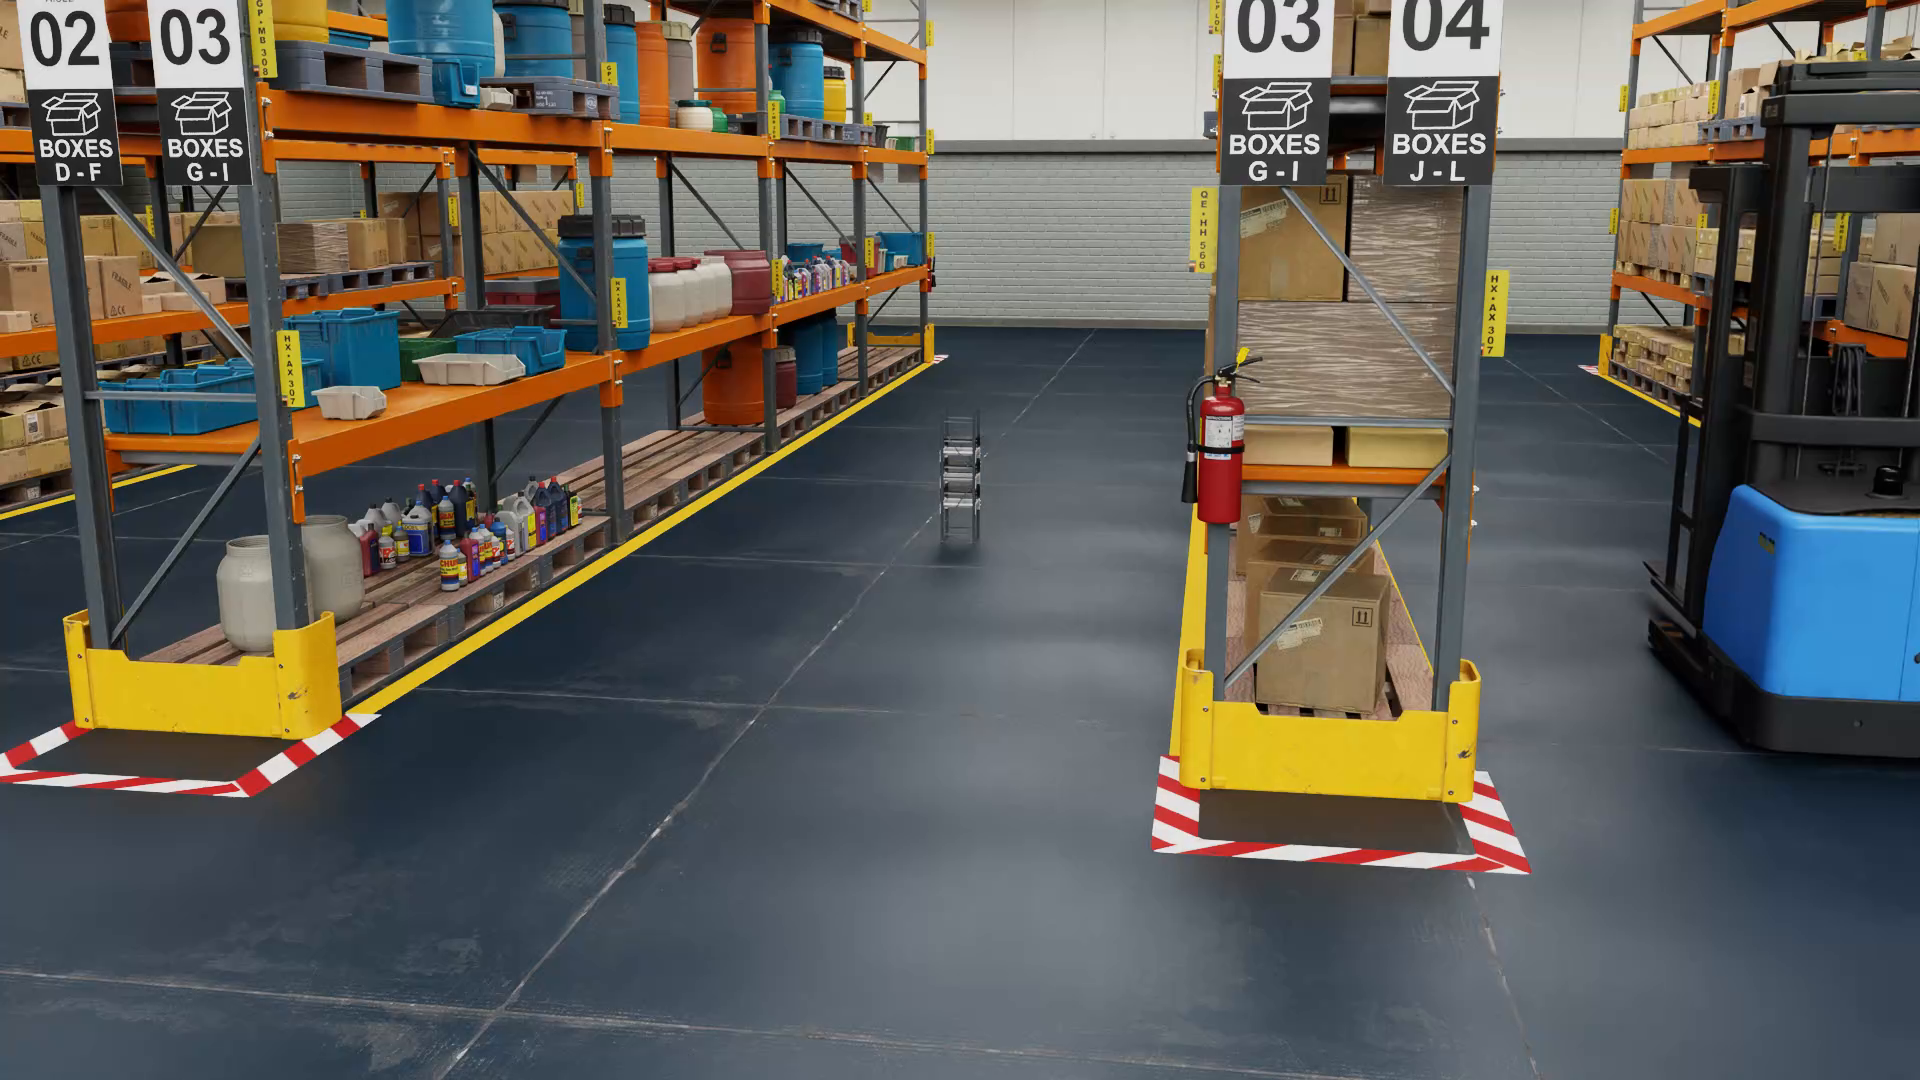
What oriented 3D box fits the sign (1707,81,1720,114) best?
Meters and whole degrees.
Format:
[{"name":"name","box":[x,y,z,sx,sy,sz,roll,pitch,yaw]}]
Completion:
[{"name":"sign","box":[7.681,-4.507,16.938,0.100,0.325,0.005,2,12,9]}]

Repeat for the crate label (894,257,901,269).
[{"name":"crate label","box":[-0.970,-3.553,21.342,0.396,0.136,0.243,2,12,9]}]

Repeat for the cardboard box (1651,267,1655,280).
[{"name":"cardboard box","box":[8.270,-3.098,19.346,0.380,0.149,0.250,2,12,11]}]

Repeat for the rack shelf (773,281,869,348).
[{"name":"rack shelf","box":[-1.869,-2.346,16.966,1.077,0.370,4.000,2,12,9]}]

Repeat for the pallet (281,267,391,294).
[{"name":"pallet","box":[-6.776,-2.754,17.606,1.003,0.211,1.213,2,12,9]}]

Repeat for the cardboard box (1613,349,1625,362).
[{"name":"cardboard box","box":[8.436,-2.317,20.896,0.380,0.149,0.250,2,12,10]}]

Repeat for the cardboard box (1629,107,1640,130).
[{"name":"cardboard box","box":[8.508,-5.157,20.350,0.500,0.250,0.500,2,12,10]}]

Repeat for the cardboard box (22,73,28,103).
[{"name":"cardboard box","box":[-7.331,-3.604,13.336,0.500,0.250,0.500,1,12,4]}]

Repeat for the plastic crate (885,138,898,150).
[{"name":"plastic crate","box":[-1.019,-4.846,20.364,0.437,0.136,0.530,2,12,9]}]

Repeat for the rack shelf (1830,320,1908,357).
[{"name":"rack shelf","box":[7.295,-1.171,11.514,1.077,0.370,4.000,2,12,9]}]

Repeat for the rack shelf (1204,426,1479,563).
[{"name":"rack shelf","box":[1.795,-0.520,8.494,1.077,0.370,4.000,2,12,9]}]

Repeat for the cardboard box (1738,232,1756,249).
[{"name":"cardboard box","box":[7.505,-2.809,15.593,0.380,0.149,0.250,2,12,11]}]

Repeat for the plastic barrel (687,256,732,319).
[{"name":"plastic barrel","box":[-2.124,-2.115,13.921,0.421,0.512,0.421,0,12,0]}]

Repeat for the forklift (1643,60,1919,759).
[{"name":"forklift","box":[4.148,-0.770,8.108,1.130,2.935,3.031,2,12,9]}]

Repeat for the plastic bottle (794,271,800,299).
[{"name":"plastic bottle","box":[-1.618,-2.493,16.248,0.097,0.271,0.097,0,12,0]}]

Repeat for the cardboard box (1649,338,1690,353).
[{"name":"cardboard box","box":[8.144,-2.230,19.081,0.380,0.149,0.250,1,12,7]}]

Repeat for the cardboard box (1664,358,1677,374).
[{"name":"cardboard box","box":[8.006,-1.918,18.335,0.380,0.149,0.250,1,12,7]}]

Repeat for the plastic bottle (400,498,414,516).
[{"name":"plastic bottle","box":[-3.421,-0.109,10.281,0.061,0.283,0.133,2,12,11]}]

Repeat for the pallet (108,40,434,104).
[{"name":"pallet","box":[-3.183,-2.159,7.719,1.003,0.211,1.213,2,12,9]}]

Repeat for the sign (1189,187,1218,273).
[{"name":"sign","box":[0.942,-1.198,6.434,0.100,0.325,0.005,2,12,9]}]

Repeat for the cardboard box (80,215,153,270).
[{"name":"cardboard box","box":[-11.133,-3.846,21.505,0.980,0.700,0.700,2,12,7]}]

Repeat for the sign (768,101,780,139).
[{"name":"sign","box":[-1.632,-3.680,14.577,0.100,0.325,0.005,2,12,9]}]

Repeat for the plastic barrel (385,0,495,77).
[{"name":"plastic barrel","box":[-3.050,-3.161,9.736,0.600,0.901,0.708,2,12,9]}]

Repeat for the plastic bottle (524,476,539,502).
[{"name":"plastic bottle","box":[-2.748,-0.230,10.683,0.144,0.351,0.185,2,12,9]}]

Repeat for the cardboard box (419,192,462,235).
[{"name":"cardboard box","box":[-6.105,-3.902,19.867,0.500,0.500,0.500,2,12,10]}]

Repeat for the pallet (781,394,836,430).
[{"name":"pallet","box":[-1.906,-1.337,17.195,1.003,0.211,1.213,2,12,9]}]

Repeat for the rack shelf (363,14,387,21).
[{"name":"rack shelf","box":[-6.148,-6.271,20.946,1.077,0.370,4.000,2,12,9]}]

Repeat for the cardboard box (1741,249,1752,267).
[{"name":"cardboard box","box":[7.465,-2.607,15.362,0.380,0.149,0.250,2,12,8]}]

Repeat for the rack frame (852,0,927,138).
[{"name":"rack frame","box":[-0.946,-6.879,22.054,1.000,3.000,0.127,2,12,9]}]

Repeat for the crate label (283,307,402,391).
[{"name":"crate label","box":[-3.391,-1.025,9.045,0.502,0.435,0.616,2,12,9]}]

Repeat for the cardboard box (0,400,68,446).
[{"name":"cardboard box","box":[-7.294,-0.927,12.874,0.500,0.311,0.500,2,12,8]}]

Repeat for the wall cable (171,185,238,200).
[{"name":"wall cable","box":[-11.473,-5.061,25.447,0.084,1.984,1.851,2,12,9]}]

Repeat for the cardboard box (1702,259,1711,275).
[{"name":"cardboard box","box":[7.666,-2.729,16.636,0.380,0.149,0.250,2,12,10]}]

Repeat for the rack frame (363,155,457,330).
[{"name":"rack frame","box":[-6.455,-3.275,19.570,1.000,3.000,0.127,2,12,9]}]

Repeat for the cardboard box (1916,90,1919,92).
[{"name":"cardboard box","box":[7.197,-3.338,11.865,0.500,0.250,0.500,2,12,10]}]

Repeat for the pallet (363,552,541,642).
[{"name":"pallet","box":[-3.121,0.308,9.564,1.003,0.211,1.213,2,12,9]}]

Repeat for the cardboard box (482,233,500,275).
[{"name":"cardboard box","box":[-6.032,-3.528,20.506,0.500,0.500,0.500,2,12,10]}]

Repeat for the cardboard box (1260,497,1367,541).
[{"name":"cardboard box","box":[1.903,0.062,9.023,0.500,0.500,0.500,1,12,4]}]

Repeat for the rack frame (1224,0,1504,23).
[{"name":"rack frame","box":[1.487,-3.388,5.854,1.000,3.000,0.127,2,12,9]}]

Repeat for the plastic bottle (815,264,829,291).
[{"name":"plastic bottle","box":[-1.457,-2.752,17.436,0.152,0.276,0.135,2,12,9]}]

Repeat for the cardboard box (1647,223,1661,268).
[{"name":"cardboard box","box":[8.274,-3.394,19.178,0.500,0.500,0.500,2,12,7]}]

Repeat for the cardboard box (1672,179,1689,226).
[{"name":"cardboard box","box":[8.097,-3.669,18.082,0.500,0.500,0.500,1,12,7]}]

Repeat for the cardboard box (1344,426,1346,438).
[{"name":"cardboard box","box":[1.877,-0.487,7.230,0.380,0.149,0.250,2,12,9]}]

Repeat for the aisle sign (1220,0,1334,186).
[{"name":"aisle sign","box":[1.181,-1.723,6.197,0.394,0.787,0.004,2,12,9]}]

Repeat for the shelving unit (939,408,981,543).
[{"name":"shelving unit","box":[0.001,-0.442,11.406,0.258,0.900,0.210,2,12,9]}]

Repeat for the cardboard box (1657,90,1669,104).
[{"name":"cardboard box","box":[8.280,-5.110,19.189,0.380,0.149,0.250,2,12,10]}]

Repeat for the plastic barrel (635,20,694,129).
[{"name":"plastic barrel","box":[-2.517,-3.829,13.829,0.600,0.901,0.600,0,12,0]}]

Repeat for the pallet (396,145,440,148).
[{"name":"pallet","box":[-6.625,-4.516,18.655,1.213,0.211,1.003,2,12,9]}]

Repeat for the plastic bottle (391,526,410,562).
[{"name":"plastic bottle","box":[-3.323,0.020,9.877,0.097,0.201,0.097,0,12,0]}]

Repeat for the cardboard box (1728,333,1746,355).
[{"name":"cardboard box","box":[7.764,-1.865,16.185,0.500,0.250,0.500,2,12,10]}]

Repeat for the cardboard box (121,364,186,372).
[{"name":"cardboard box","box":[-7.441,-1.478,15.431,0.500,0.311,0.500,2,12,11]}]

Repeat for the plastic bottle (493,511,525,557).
[{"name":"plastic bottle","box":[-2.714,-0.048,10.016,0.152,0.276,0.135,2,12,10]}]

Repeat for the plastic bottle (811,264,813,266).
[{"name":"plastic bottle","box":[-1.562,-2.778,17.567,0.097,0.271,0.097,0,12,0]}]

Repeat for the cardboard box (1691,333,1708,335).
[{"name":"cardboard box","box":[8.904,-2.370,19.730,0.380,0.149,0.250,2,12,11]}]

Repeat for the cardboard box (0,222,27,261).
[{"name":"cardboard box","box":[-11.241,-3.428,19.289,0.500,0.500,0.500,2,12,9]}]
